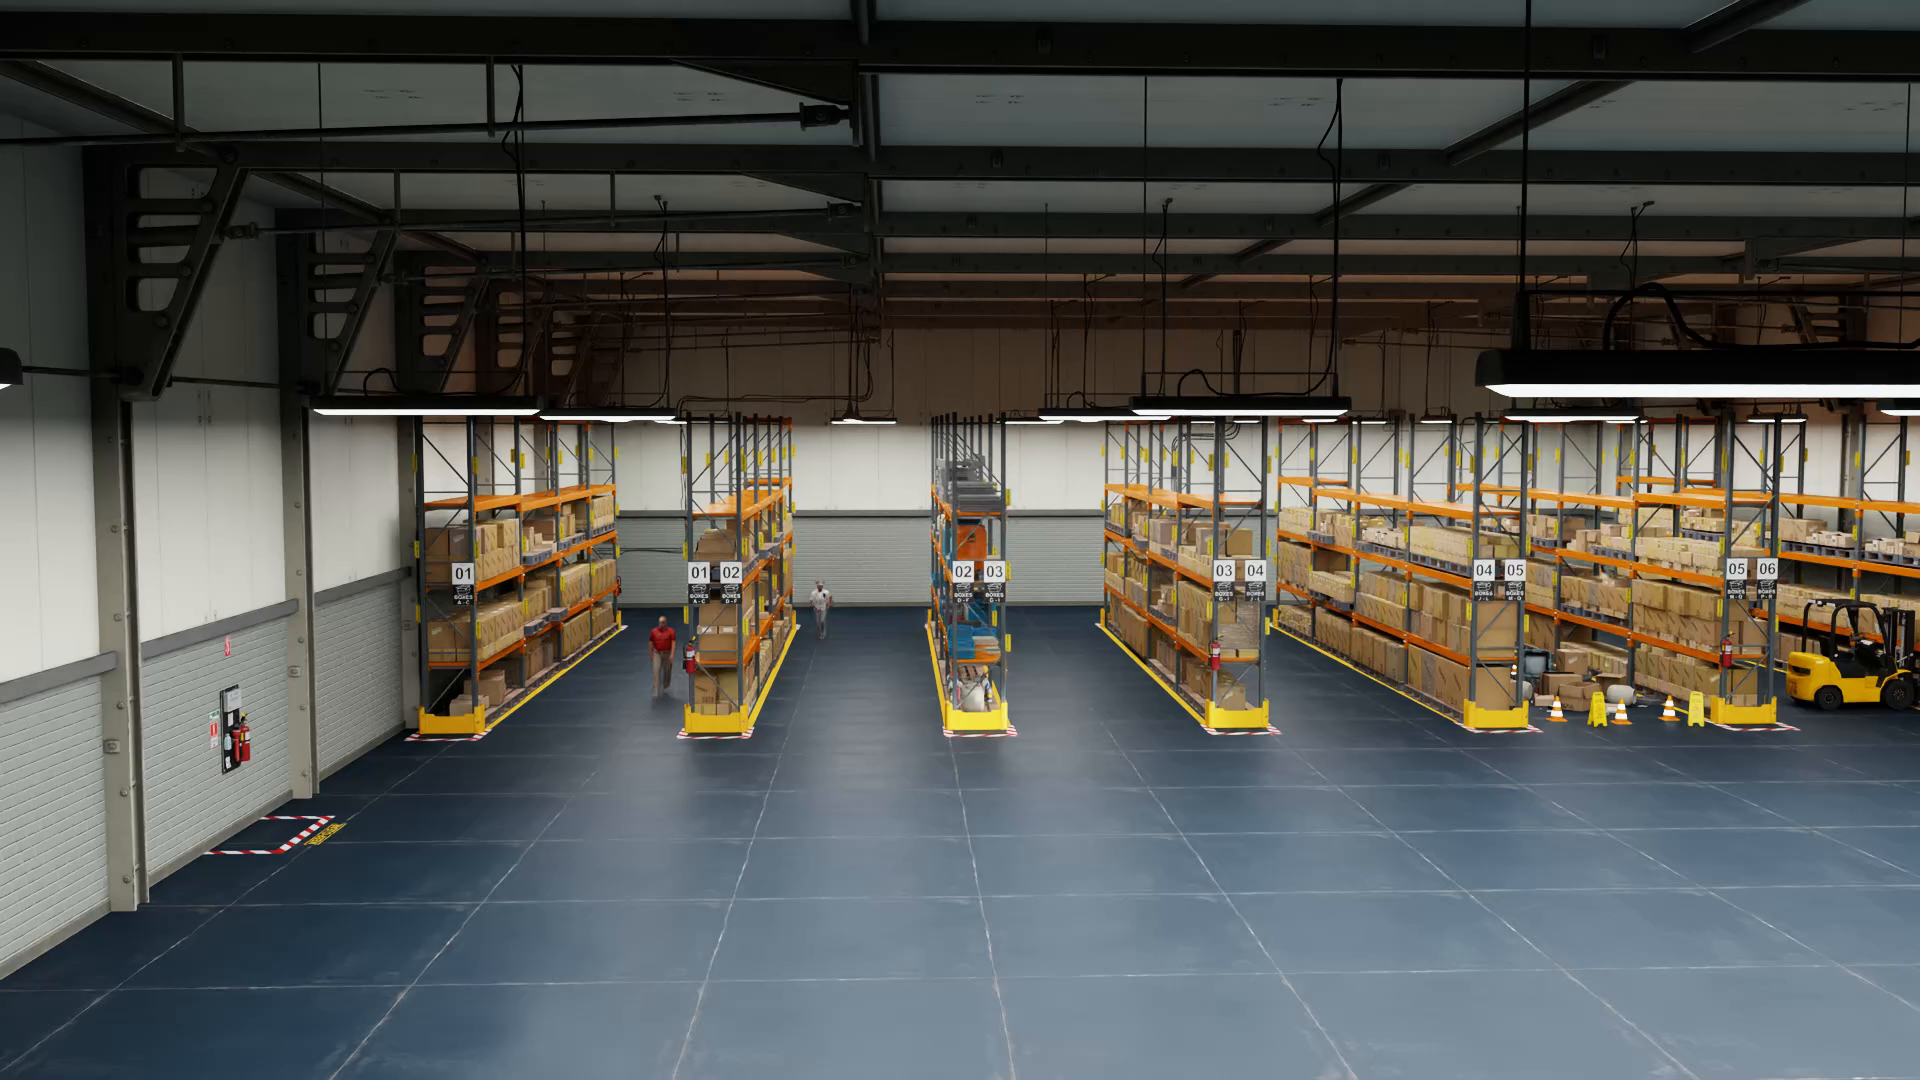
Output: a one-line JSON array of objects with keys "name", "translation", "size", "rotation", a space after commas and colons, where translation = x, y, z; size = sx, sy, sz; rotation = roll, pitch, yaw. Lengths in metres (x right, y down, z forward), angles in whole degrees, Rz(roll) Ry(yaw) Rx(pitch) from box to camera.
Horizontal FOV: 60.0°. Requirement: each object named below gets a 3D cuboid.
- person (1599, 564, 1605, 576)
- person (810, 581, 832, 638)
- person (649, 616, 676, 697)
[{"name": "person", "translation": [19.010, 1.524, 49.324], "size": [0.663, 1.655, 0.456], "rotation": [0, 4, -3]}, {"name": "person", "translation": [-3.744, 1.872, 44.846], "size": [0.563, 1.608, 0.741], "rotation": [0, 4, 7]}, {"name": "person", "translation": [-6.303, 2.458, 35.287], "size": [0.547, 1.677, 0.976], "rotation": [-1, 4, -14]}]
